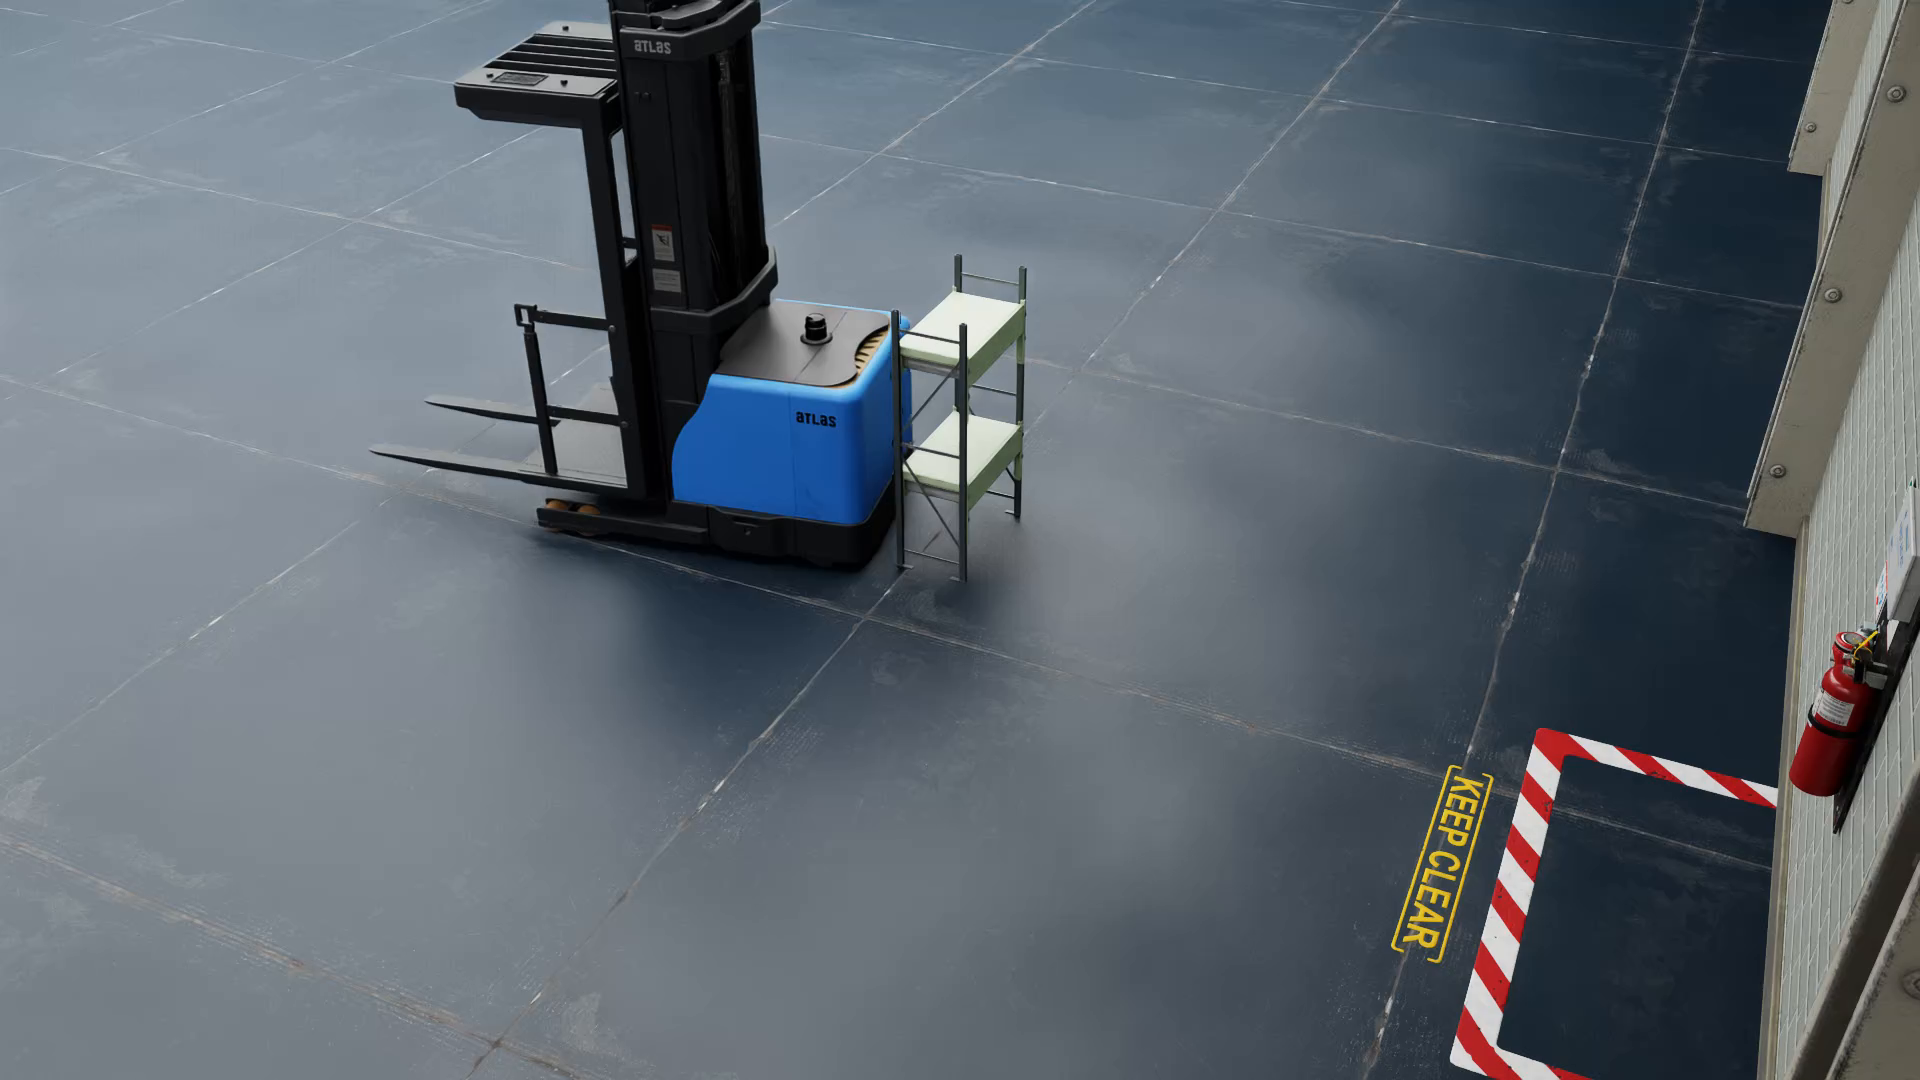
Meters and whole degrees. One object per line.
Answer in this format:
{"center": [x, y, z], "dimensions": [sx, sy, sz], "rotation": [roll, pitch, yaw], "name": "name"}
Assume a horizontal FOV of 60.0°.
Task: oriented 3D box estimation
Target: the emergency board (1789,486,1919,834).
{"center": [3.130, 0.376, 5.809], "dimensions": [0.194, 1.169, 0.643], "rotation": [14, 36, 20], "name": "emergency board"}

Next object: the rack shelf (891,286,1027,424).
{"center": [0.003, -0.957, 8.498], "dimensions": [0.431, 0.370, 0.720], "rotation": [14, 36, 20], "name": "rack shelf"}

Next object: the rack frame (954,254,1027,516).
{"center": [0.156, -0.813, 8.990], "dimensions": [0.400, 1.500, 0.023], "rotation": [14, 36, 20], "name": "rack frame"}

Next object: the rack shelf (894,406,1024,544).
{"center": [0.003, -0.358, 8.891], "dimensions": [0.431, 0.370, 0.720], "rotation": [14, 36, 20], "name": "rack shelf"}

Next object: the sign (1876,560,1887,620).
{"center": [3.455, 0.110, 6.183], "dimensions": [0.001, 0.329, 0.234], "rotation": [14, 36, 20], "name": "sign"}

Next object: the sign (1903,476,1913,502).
{"center": [3.445, -0.112, 6.037], "dimensions": [0.001, 0.109, 0.331], "rotation": [14, 36, 20], "name": "sign"}

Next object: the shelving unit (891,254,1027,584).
{"center": [0.003, -0.631, 8.712], "dimensions": [0.431, 1.500, 0.755], "rotation": [14, 36, 20], "name": "shelving unit"}

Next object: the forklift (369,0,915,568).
{"center": [-1.831, -1.516, 8.757], "dimensions": [3.031, 2.935, 1.130], "rotation": [8, 34, 12], "name": "forklift"}

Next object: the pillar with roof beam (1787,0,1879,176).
{"center": [3.172, -7.875, 12.921], "dimensions": [9.100, 9.000, 0.400], "rotation": [14, 36, 20], "name": "pillar with roof beam"}

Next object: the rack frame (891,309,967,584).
{"center": [-0.150, -0.448, 8.434], "dimensions": [0.400, 1.500, 0.023], "rotation": [14, 36, 20], "name": "rack frame"}

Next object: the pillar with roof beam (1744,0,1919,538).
{"center": [0.661, -4.886, 8.364], "dimensions": [9.100, 9.000, 0.400], "rotation": [14, 36, 20], "name": "pillar with roof beam"}
